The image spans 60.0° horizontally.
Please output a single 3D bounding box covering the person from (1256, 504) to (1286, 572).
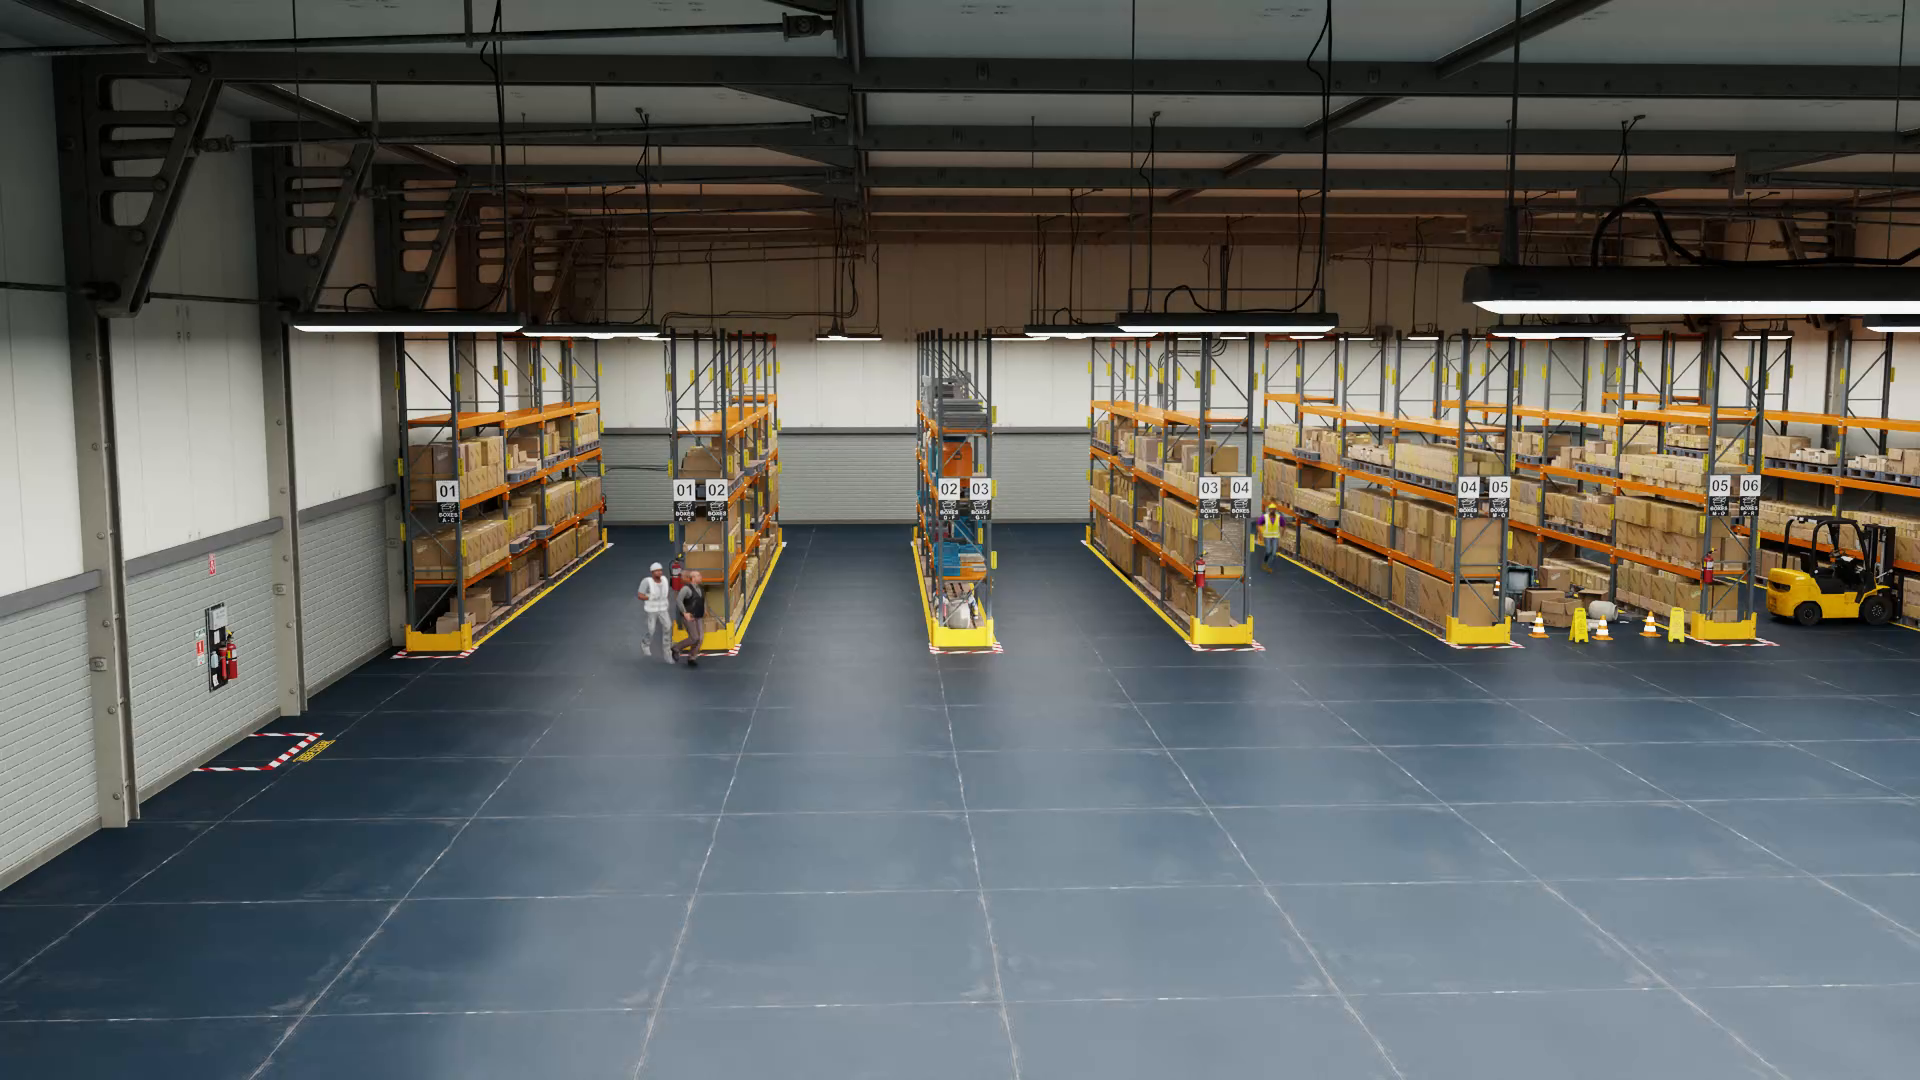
[{"bbox_3d":[7.819,-0.046,41.635,0.706,1.728,0.574,0,7,-4],"label":"person"}]

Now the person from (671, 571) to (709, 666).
[{"bbox_3d":[-4.803,1.389,29.838,0.579,1.666,0.702,4,8,27],"label":"person"}]

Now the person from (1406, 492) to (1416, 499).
[{"bbox_3d":[13.434,-0.904,49.464,0.534,1.609,0.642,1,7,8],"label":"person"}]

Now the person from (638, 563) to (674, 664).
[{"bbox_3d":[-5.508,1.297,30.094,0.706,1.799,0.938,-5,8,-35],"label":"person"}]
